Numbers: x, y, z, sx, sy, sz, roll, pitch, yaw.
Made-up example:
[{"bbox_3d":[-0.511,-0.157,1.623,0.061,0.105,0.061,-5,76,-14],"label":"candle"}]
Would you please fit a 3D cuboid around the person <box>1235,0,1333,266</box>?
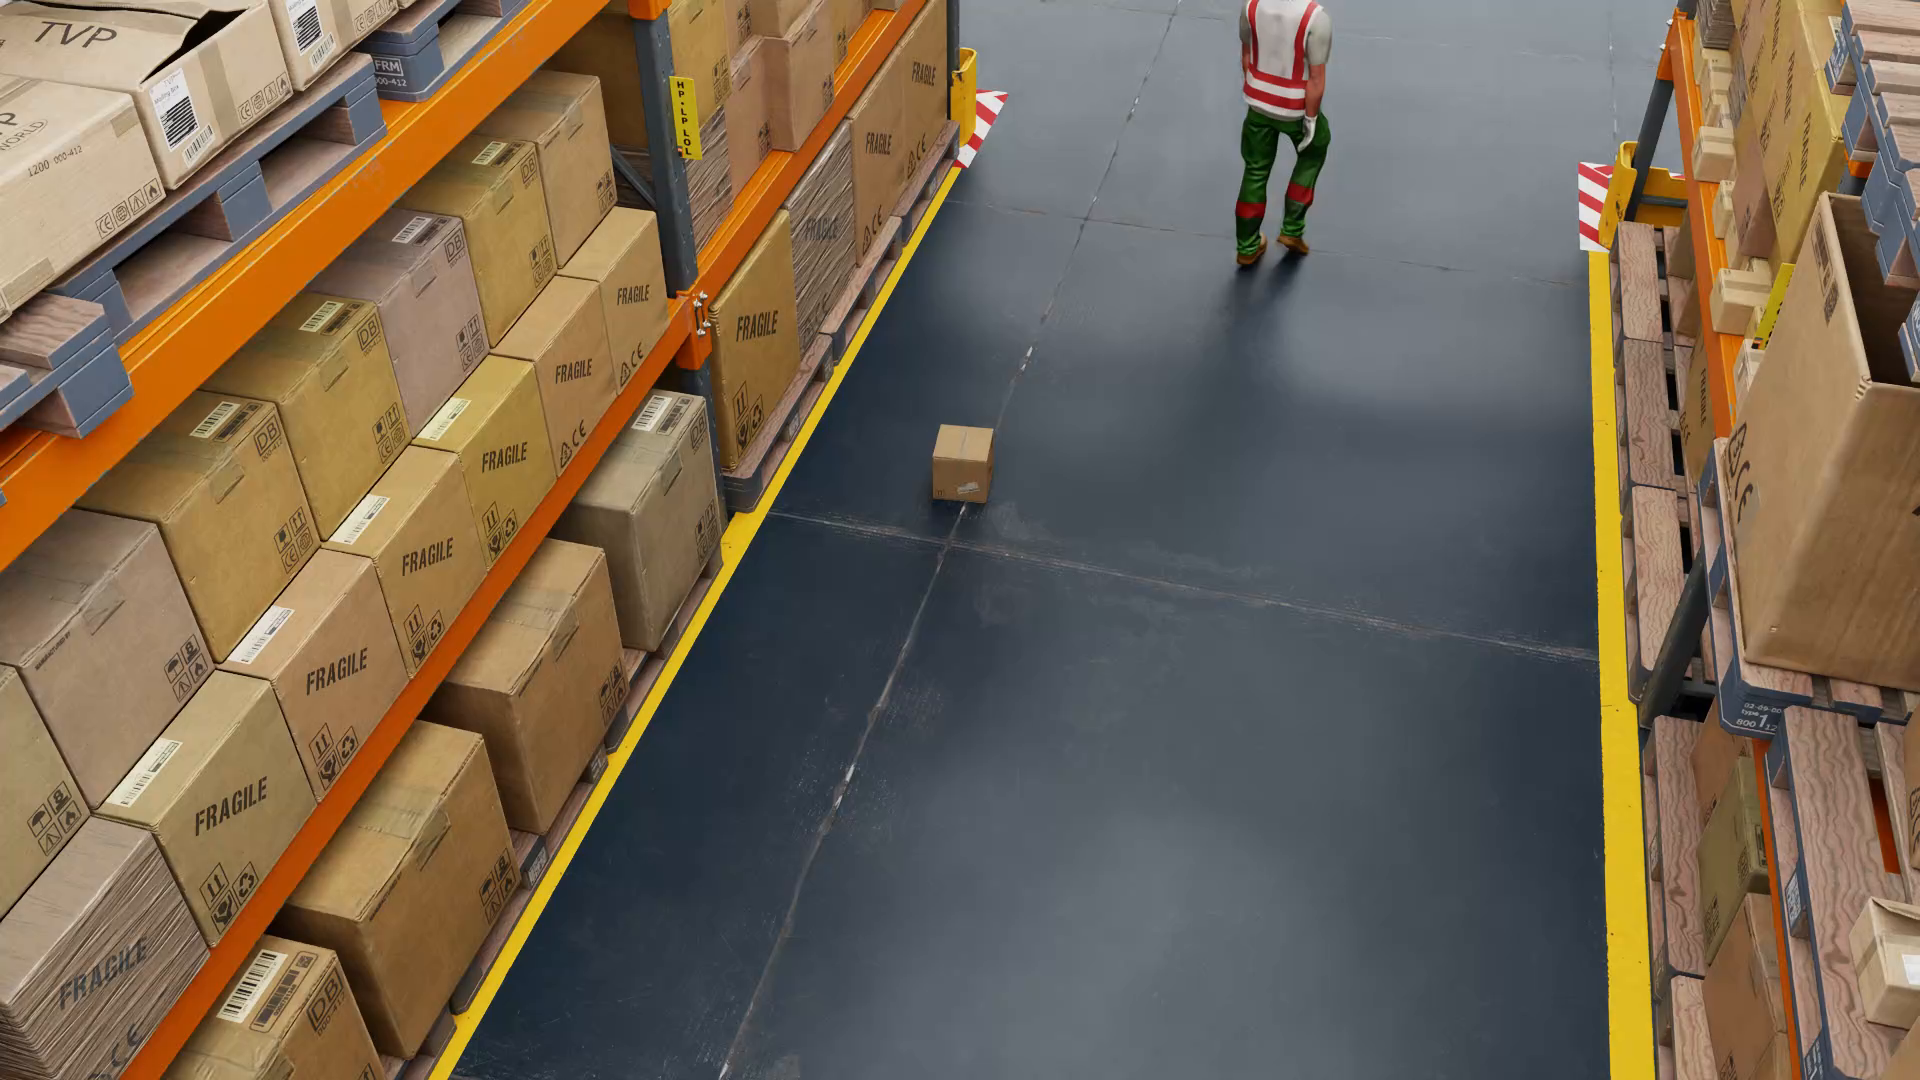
[{"bbox_3d":[1.708,-2.301,8.814,0.529,1.829,0.491,23,46,24],"label":"person"}]
